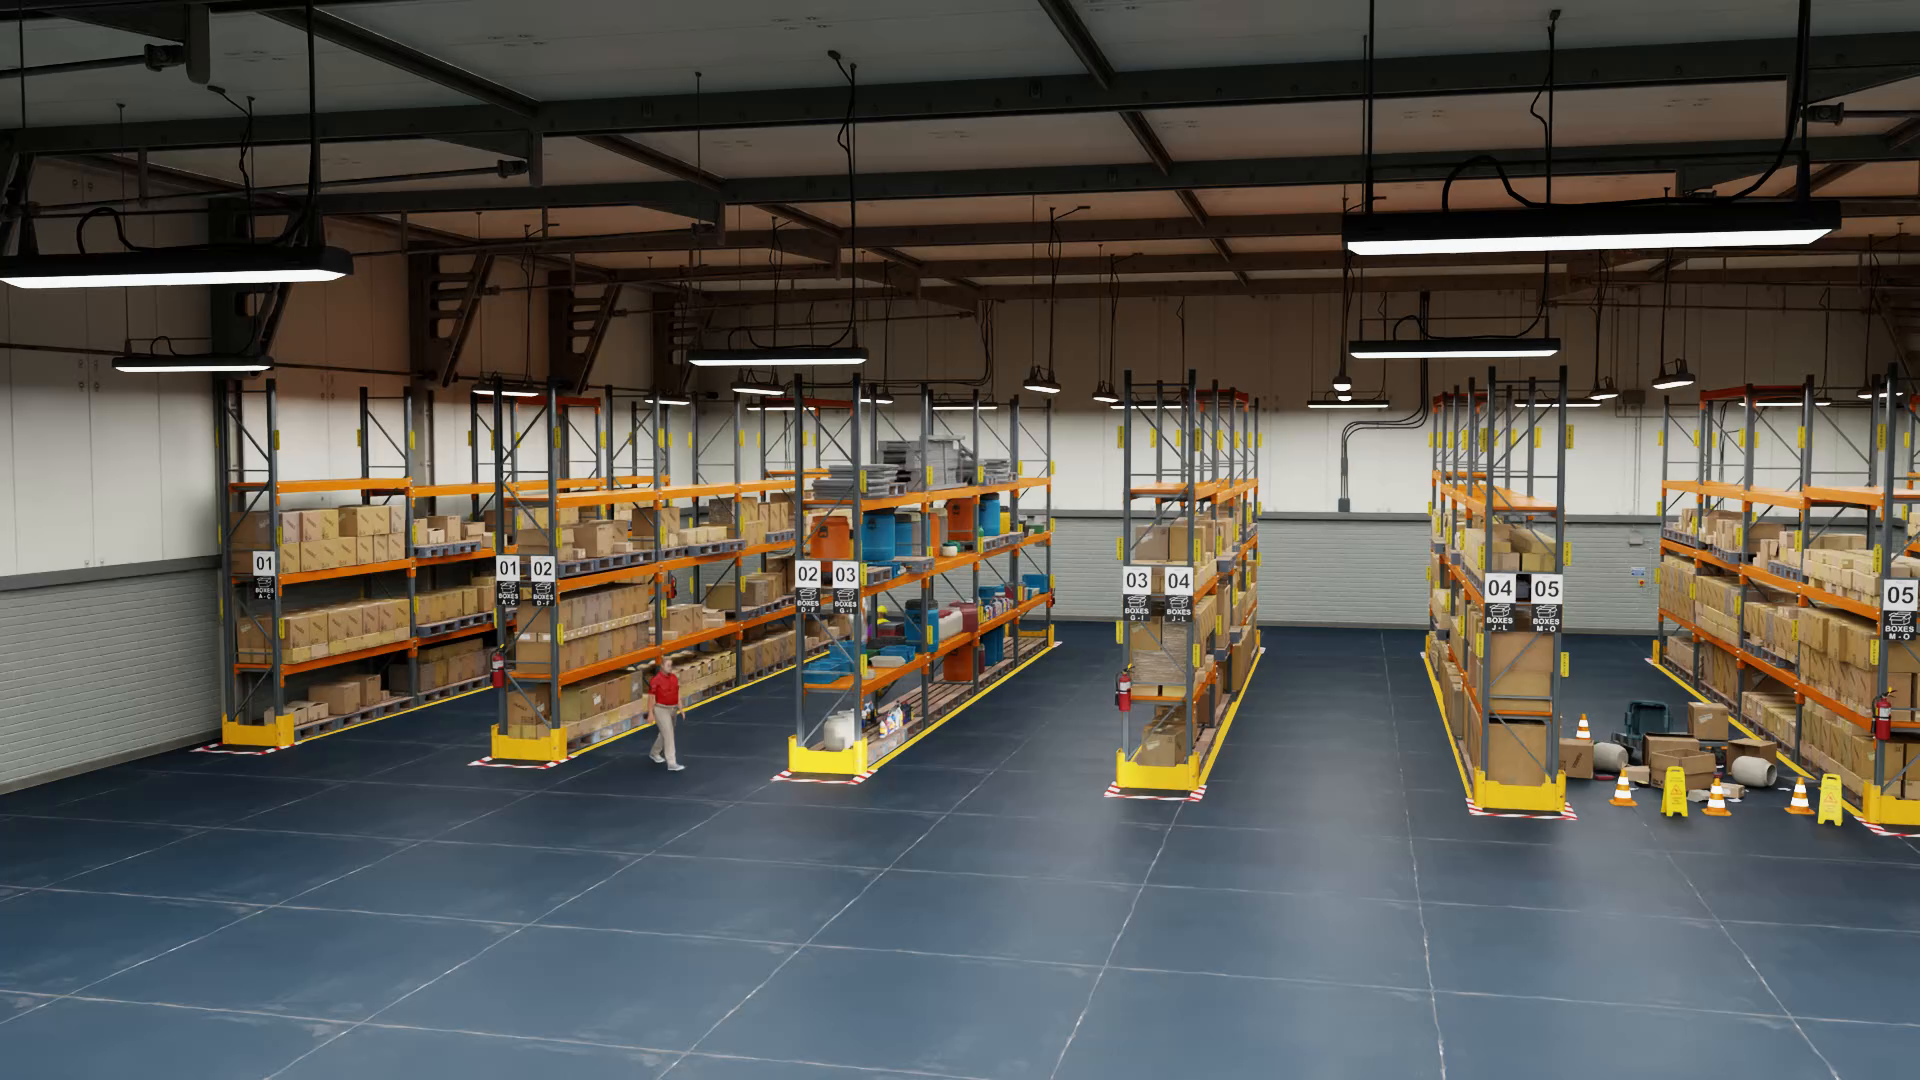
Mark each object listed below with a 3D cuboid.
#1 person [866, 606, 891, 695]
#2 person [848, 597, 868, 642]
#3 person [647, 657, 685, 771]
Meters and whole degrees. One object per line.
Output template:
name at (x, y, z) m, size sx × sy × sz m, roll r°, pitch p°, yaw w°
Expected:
person at (-1.535, 2.167, 32.486) m, size 0.599 × 1.764 × 0.666 m, roll -2°, pitch 4°, yaw -32°
person at (-2.380, 1.871, 38.442) m, size 0.523 × 1.661 × 0.506 m, roll 3°, pitch 4°, yaw 39°
person at (-4.485, 2.635, 25.429) m, size 0.950 × 1.688 × 0.529 m, roll 2°, pitch 4°, yaw 29°
